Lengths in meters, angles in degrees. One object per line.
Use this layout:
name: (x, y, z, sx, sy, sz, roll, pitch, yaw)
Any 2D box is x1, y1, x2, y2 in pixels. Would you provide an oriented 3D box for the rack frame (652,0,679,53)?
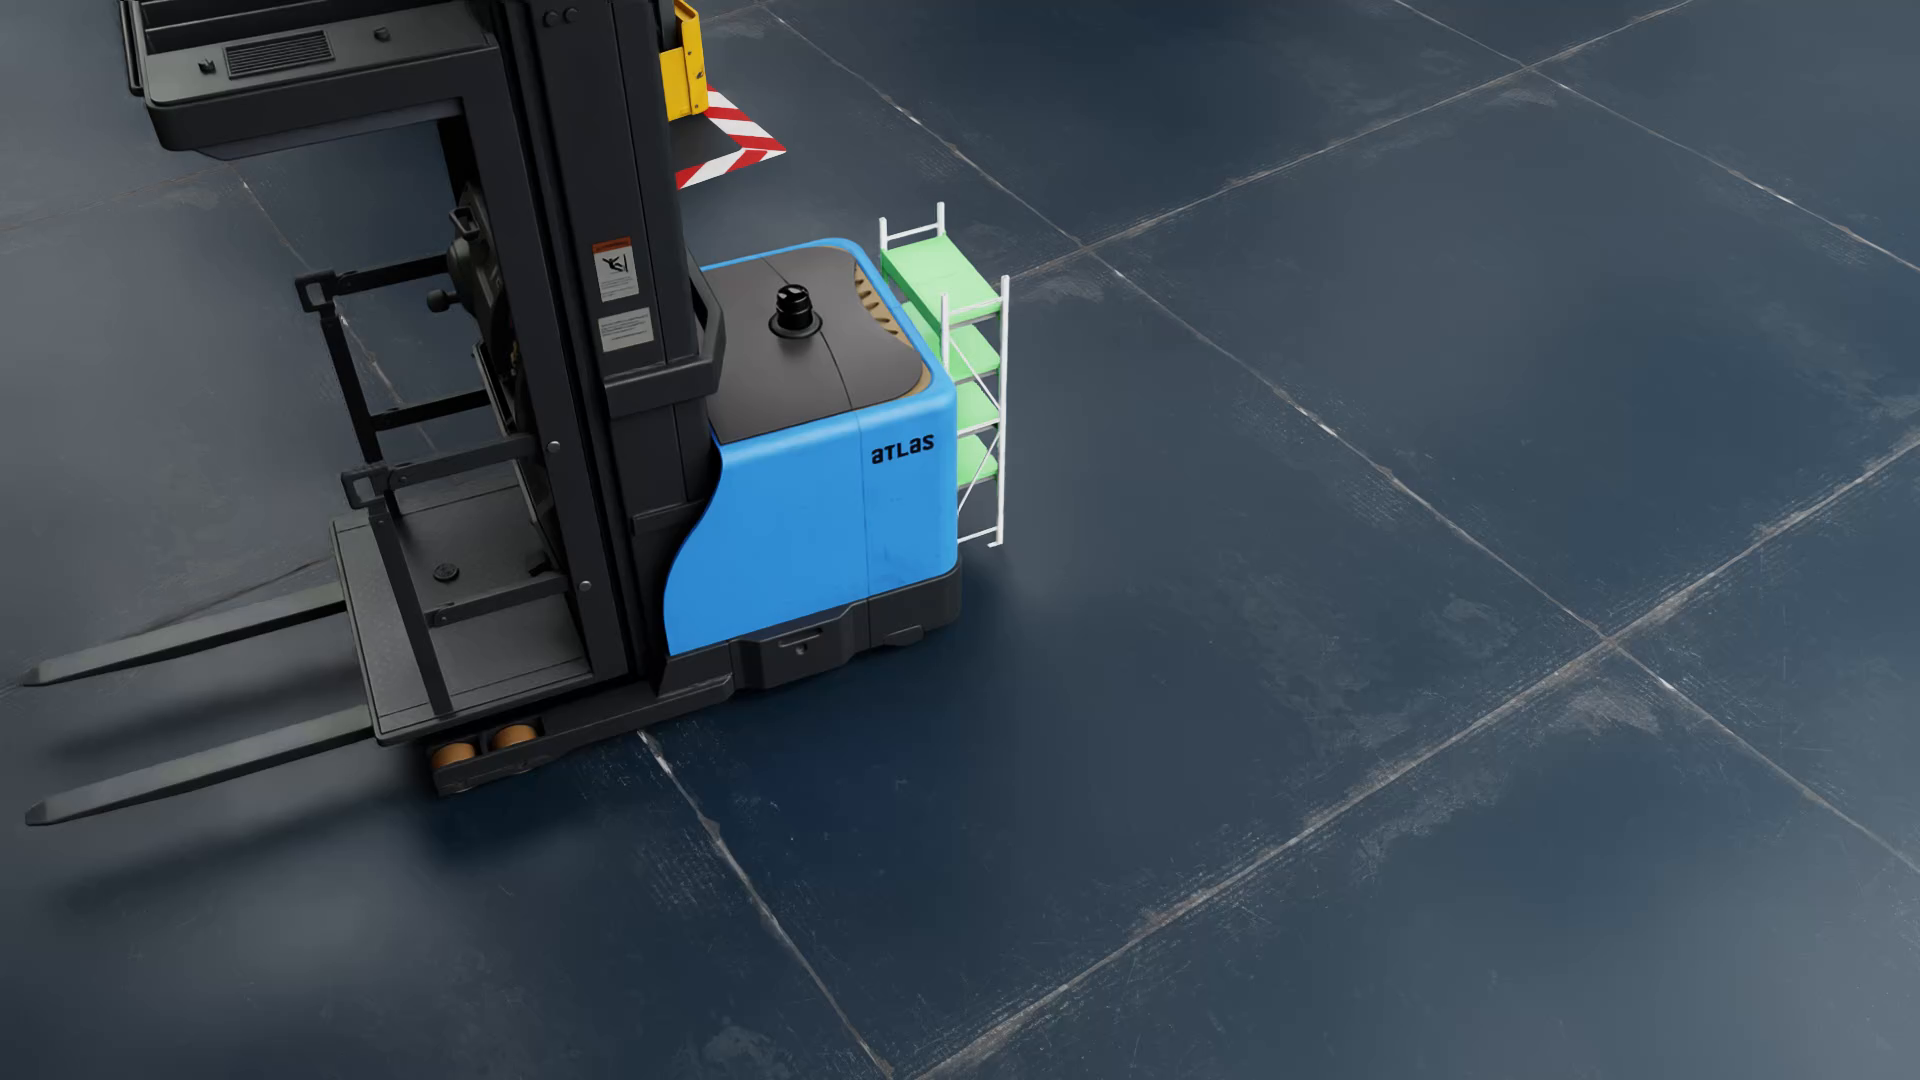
rack frame: (-1.863, -3.194, 7.424, 1.000, 3.000, 0.127, -26, 49, -24)

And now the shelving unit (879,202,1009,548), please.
shelving unit: (-0.058, -0.540, 5.947, 0.258, 1.200, 0.503, -19, 47, -19)

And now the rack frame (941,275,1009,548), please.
rack frame: (0.049, -0.389, 5.788, 0.240, 1.200, 0.015, -19, 47, -19)

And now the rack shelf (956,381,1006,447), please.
rack shelf: (-0.058, -0.494, 5.991, 0.258, 0.148, 0.480, -19, 47, -19)

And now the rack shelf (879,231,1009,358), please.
rack shelf: (-0.058, -0.841, 5.659, 0.258, 0.148, 0.480, -19, 47, -19)

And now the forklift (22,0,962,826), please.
forklift: (-1.559, -0.658, 4.817, 3.031, 2.935, 1.130, -16, 46, -16)

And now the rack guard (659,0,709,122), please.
rack guard: (-1.850, -2.276, 8.273, 1.175, 0.500, 0.348, -26, 49, -24)

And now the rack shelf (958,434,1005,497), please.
rack shelf: (-0.058, -0.320, 6.157, 0.258, 0.148, 0.480, -19, 47, -19)

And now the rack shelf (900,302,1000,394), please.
rack shelf: (-0.058, -0.667, 5.825, 0.258, 0.148, 0.480, -19, 47, -19)

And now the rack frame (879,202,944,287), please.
rack frame: (-0.165, -0.691, 6.105, 0.240, 1.200, 0.015, -19, 47, -19)
